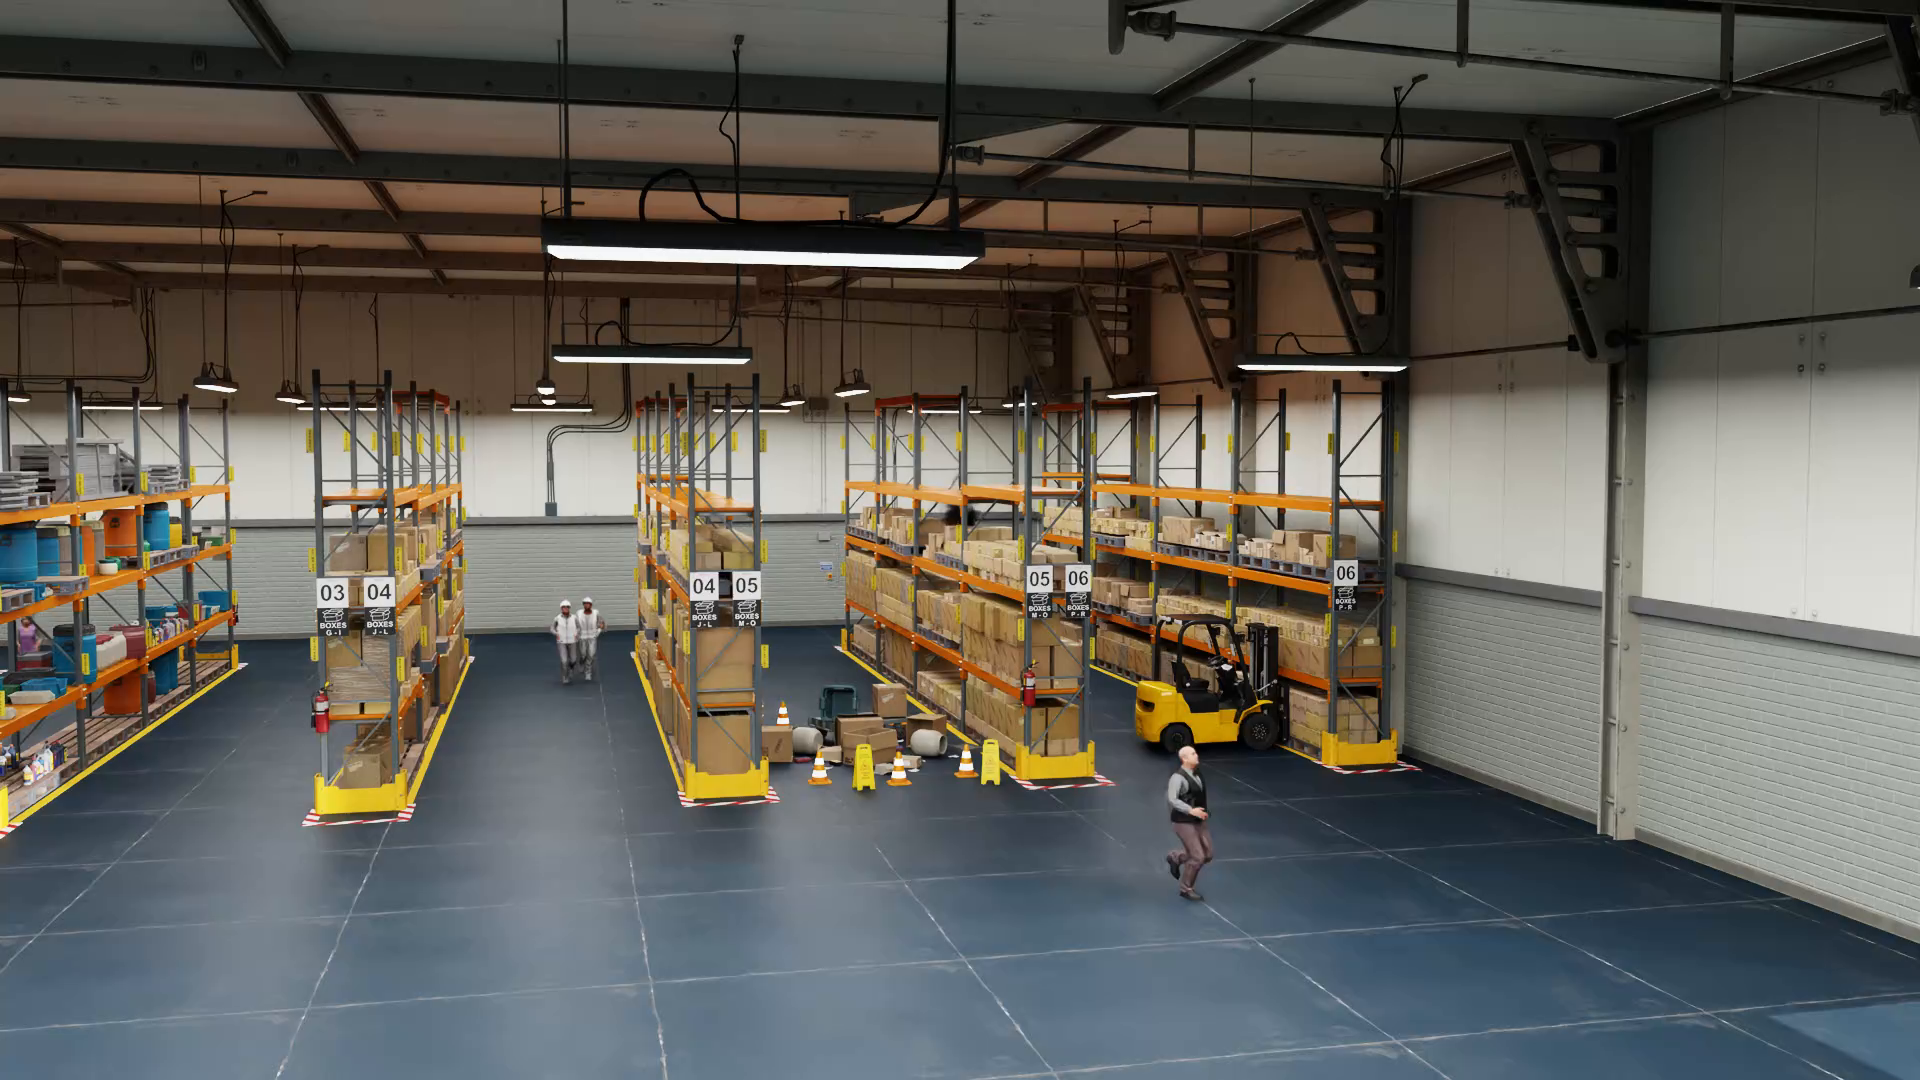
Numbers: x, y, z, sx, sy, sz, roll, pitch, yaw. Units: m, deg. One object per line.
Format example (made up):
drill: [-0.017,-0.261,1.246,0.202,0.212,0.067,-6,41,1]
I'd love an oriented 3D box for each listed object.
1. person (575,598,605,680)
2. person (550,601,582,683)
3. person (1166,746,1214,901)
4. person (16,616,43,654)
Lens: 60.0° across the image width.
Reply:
person: [-7.895,2.093,35.403,0.673,1.749,0.647,-1,3,-10]
person: [-8.225,2.132,34.758,0.655,1.722,0.604,-1,3,-19]
person: [2.515,3.110,18.361,0.609,1.686,0.691,2,4,35]
person: [-18.793,2.271,33.539,0.508,1.559,0.596,-1,4,-21]
